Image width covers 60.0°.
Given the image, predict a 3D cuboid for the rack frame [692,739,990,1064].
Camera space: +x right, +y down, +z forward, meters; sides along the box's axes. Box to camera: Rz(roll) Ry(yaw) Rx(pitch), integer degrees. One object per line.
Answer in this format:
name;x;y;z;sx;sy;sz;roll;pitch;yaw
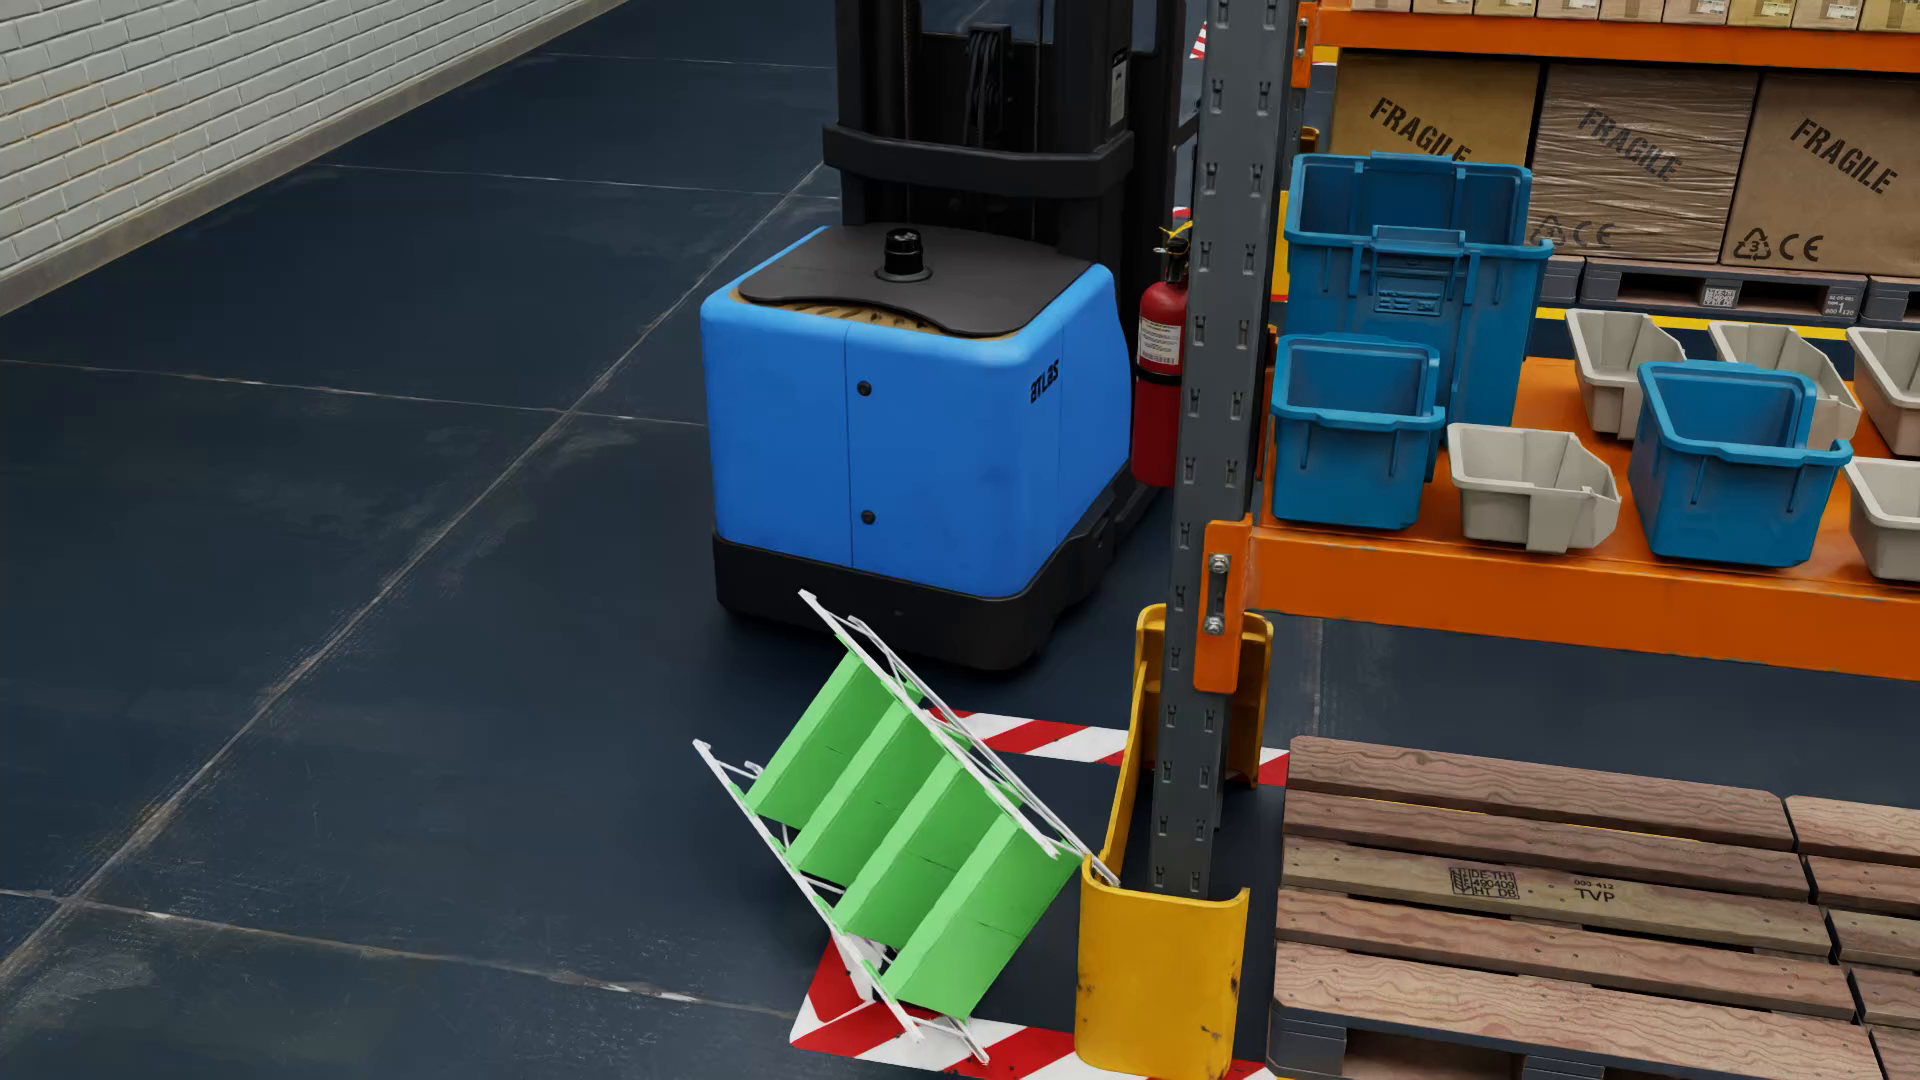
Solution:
rack frame;-0.319;0.836;4.011;0.240;0.015;1.200;32;6;-42

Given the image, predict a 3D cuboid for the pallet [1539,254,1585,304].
pallet;2.390;-1.486;8.245;1.213;0.211;1.003;6;29;11

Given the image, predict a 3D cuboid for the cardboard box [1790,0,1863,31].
cardboard box;3.632;-2.273;7.040;0.250;0.149;0.380;6;29;11

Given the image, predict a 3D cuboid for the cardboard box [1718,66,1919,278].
cardboard box;3.995;-1.798;7.686;0.875;0.875;0.875;6;29;11

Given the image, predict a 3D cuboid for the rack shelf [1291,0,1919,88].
rack shelf;3.548;-2.237;7.461;4.000;0.370;1.077;6;29;11

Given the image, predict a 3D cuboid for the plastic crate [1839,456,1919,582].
plastic crate;1.690;-0.019;2.873;0.298;0.136;0.250;6;29;11

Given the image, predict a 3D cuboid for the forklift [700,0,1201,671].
forklift;0.281;-1.588;5.599;1.130;2.935;3.031;12;31;20

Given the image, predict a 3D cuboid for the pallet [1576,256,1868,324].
pallet;3.580;-1.363;8.019;1.213;0.211;1.003;6;29;11

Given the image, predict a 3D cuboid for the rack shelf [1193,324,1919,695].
rack shelf;2.513;0.089;3.212;4.000;0.370;1.077;6;29;11

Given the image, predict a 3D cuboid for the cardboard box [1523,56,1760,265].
cardboard box;3.124;-1.887;7.849;0.875;0.875;0.875;6;29;11

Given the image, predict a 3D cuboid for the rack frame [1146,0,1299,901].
rack frame;0.558;-0.427;3.406;0.127;3.000;1.000;6;29;11

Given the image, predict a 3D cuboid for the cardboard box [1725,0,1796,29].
cardboard box;3.375;-2.298;7.086;0.250;0.149;0.380;5;29;9

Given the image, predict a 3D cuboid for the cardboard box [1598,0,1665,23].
cardboard box;2.875;-2.350;7.180;0.250;0.149;0.380;5;29;10

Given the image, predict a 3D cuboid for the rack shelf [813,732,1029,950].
rack shelf;-0.088;0.715;3.862;0.258;0.480;0.148;32;6;-42

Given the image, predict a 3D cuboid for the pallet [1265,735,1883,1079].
pallet;1.356;0.897;3.891;1.213;0.211;1.003;6;29;11

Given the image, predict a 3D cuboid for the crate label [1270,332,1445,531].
crate label;0.730;-0.200;3.104;0.303;0.233;0.416;6;29;11

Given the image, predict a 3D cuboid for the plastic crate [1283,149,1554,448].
plastic crate;0.924;-0.523;3.482;0.499;0.435;0.616;6;29;11

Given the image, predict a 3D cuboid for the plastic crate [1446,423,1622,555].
plastic crate;1.027;-0.087;2.997;0.298;0.136;0.250;6;29;11

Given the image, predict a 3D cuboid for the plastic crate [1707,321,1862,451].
plastic crate;1.673;-0.305;3.395;0.243;0.136;0.396;6;29;11

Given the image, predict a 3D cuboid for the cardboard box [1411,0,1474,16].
cardboard box;2.121;-2.427;7.321;0.250;0.149;0.380;5;29;10

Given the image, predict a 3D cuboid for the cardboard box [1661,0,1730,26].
cardboard box;3.128;-2.324;7.133;0.250;0.149;0.380;6;29;10

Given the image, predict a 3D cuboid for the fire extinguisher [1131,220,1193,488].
fire extinguisher;0.505;-0.458;3.931;0.183;0.674;0.296;6;29;11

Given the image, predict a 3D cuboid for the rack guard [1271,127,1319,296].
rack guard;1.568;-1.659;8.259;0.348;0.500;1.175;6;29;11

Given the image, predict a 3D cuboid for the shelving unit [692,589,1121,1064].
shelving unit;-0.177;0.638;3.993;0.258;0.503;1.200;32;6;-42

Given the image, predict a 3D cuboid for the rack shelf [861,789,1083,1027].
rack shelf;0.035;0.818;3.684;0.258;0.480;0.148;32;6;-42

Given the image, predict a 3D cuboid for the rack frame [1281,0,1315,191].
rack frame;1.592;-2.753;7.654;0.127;3.000;1.000;6;29;11

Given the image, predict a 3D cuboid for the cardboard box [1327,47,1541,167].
cardboard box;2.234;-1.978;8.015;0.875;0.875;0.875;6;29;11

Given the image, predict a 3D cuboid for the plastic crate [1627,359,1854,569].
plastic crate;1.374;-0.134;2.983;0.300;0.233;0.416;6;29;11

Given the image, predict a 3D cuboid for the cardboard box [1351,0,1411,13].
cardboard box;1.870;-2.452;7.367;0.250;0.149;0.380;6;29;11

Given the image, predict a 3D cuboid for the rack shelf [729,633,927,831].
rack shelf;-0.332;0.507;4.219;0.258;0.480;0.148;32;6;-42

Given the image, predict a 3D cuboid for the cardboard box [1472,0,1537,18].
cardboard box;2.372;-2.401;7.274;0.250;0.149;0.380;5;29;9

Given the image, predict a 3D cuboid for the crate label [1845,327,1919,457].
crate label;1.951;-0.288;3.365;0.243;0.136;0.396;6;29;11

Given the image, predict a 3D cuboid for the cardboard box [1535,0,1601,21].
cardboard box;2.627;-2.376;7.228;0.250;0.149;0.380;5;29;10

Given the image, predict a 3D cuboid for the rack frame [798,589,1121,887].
rack frame;-0.036;0.440;3.975;0.240;0.015;1.200;32;6;-42

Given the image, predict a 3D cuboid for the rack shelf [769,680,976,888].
rack shelf;-0.210;0.611;4.041;0.258;0.480;0.148;32;6;-42

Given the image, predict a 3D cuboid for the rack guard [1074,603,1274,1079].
rack guard;0.531;0.673;3.999;0.348;0.500;1.175;6;29;11

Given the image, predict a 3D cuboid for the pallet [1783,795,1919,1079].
pallet;2.545;1.021;3.666;1.213;0.211;1.003;6;29;11

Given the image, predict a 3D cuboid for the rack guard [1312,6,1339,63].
rack guard;2.801;-3.968;12.477;0.348;0.500;1.175;6;29;11

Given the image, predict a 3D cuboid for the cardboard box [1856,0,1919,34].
cardboard box;3.880;-2.247;6.992;0.250;0.149;0.380;5;29;10

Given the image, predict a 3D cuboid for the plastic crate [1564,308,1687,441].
plastic crate;1.393;-0.341;3.461;0.243;0.136;0.396;6;29;11

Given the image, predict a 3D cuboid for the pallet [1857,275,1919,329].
pallet;4.776;-1.241;7.798;1.213;0.211;1.003;6;29;11
